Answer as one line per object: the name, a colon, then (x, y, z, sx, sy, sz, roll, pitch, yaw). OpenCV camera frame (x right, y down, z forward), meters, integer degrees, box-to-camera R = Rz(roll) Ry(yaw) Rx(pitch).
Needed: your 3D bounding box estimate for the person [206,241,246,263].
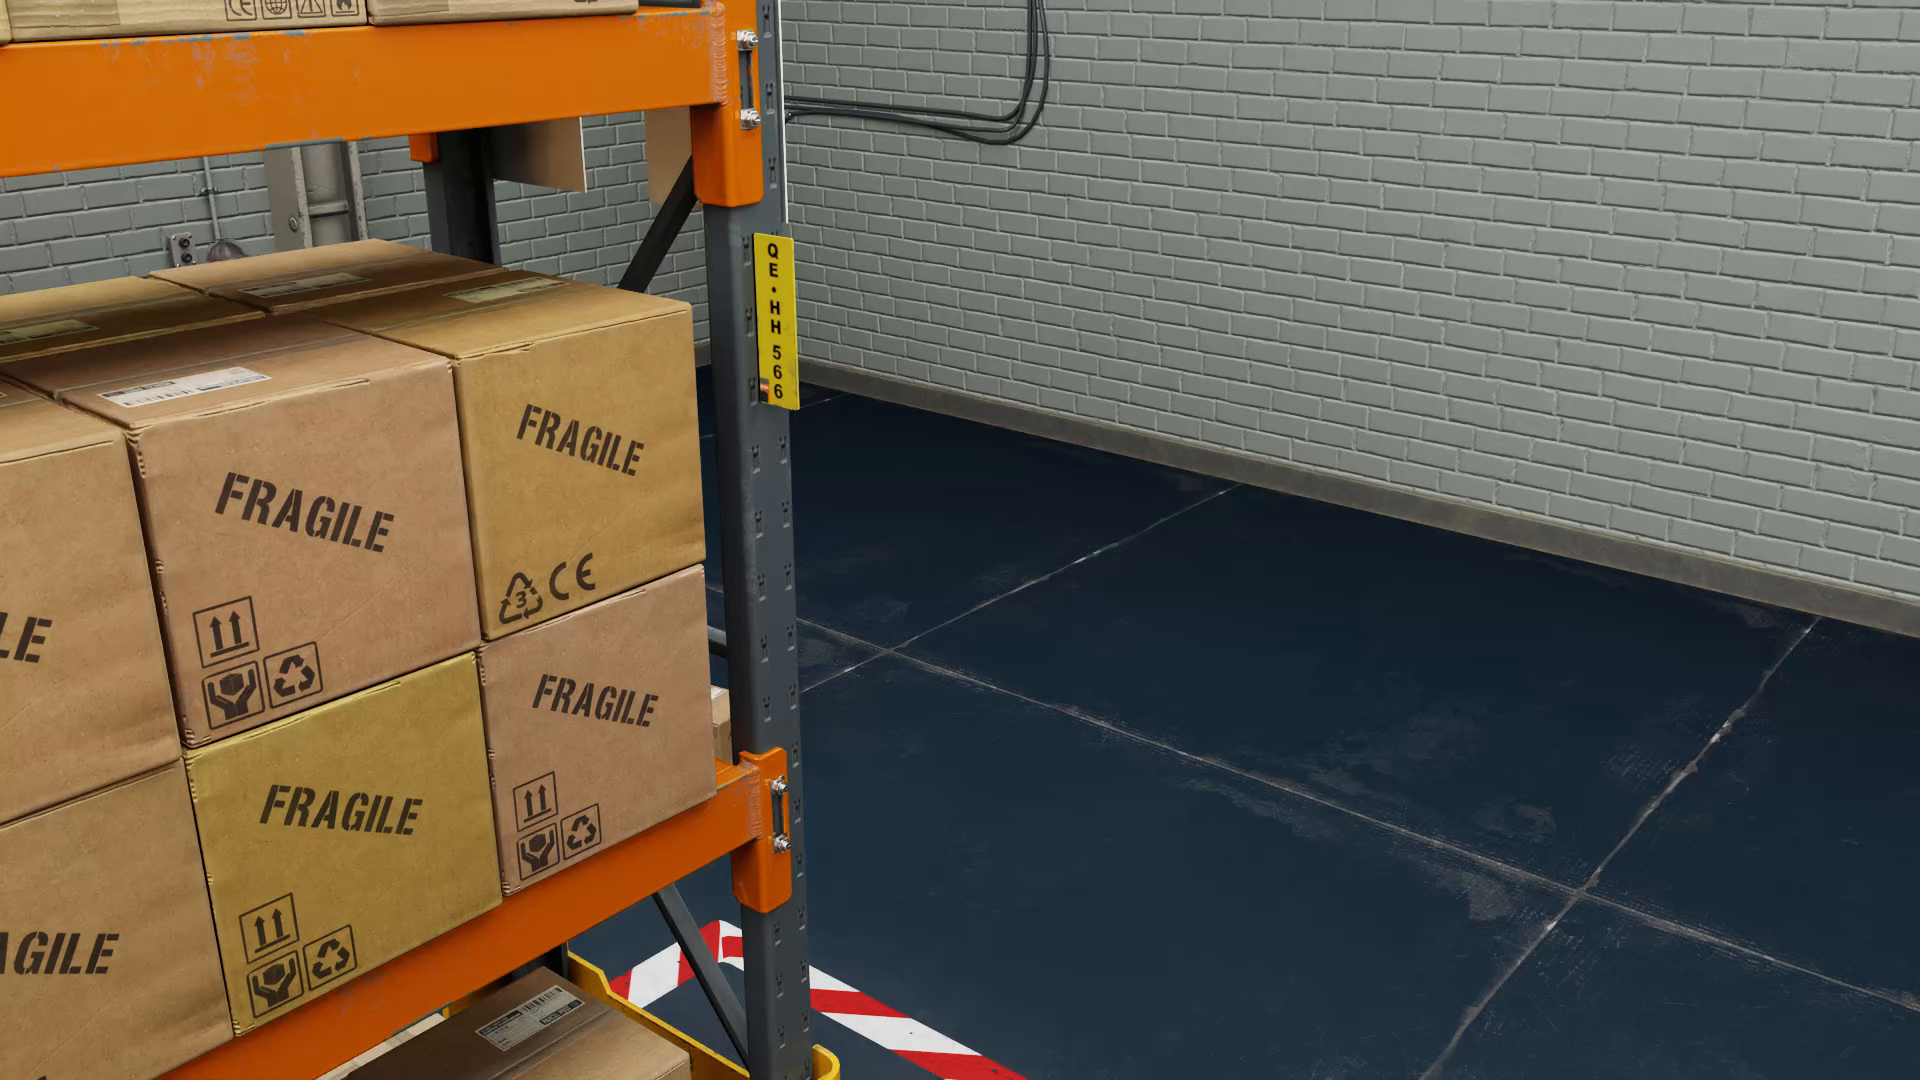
person: (-3.180, -0.522, 7.454, 0.458, 1.647, 0.475, 12, 23, 29)
